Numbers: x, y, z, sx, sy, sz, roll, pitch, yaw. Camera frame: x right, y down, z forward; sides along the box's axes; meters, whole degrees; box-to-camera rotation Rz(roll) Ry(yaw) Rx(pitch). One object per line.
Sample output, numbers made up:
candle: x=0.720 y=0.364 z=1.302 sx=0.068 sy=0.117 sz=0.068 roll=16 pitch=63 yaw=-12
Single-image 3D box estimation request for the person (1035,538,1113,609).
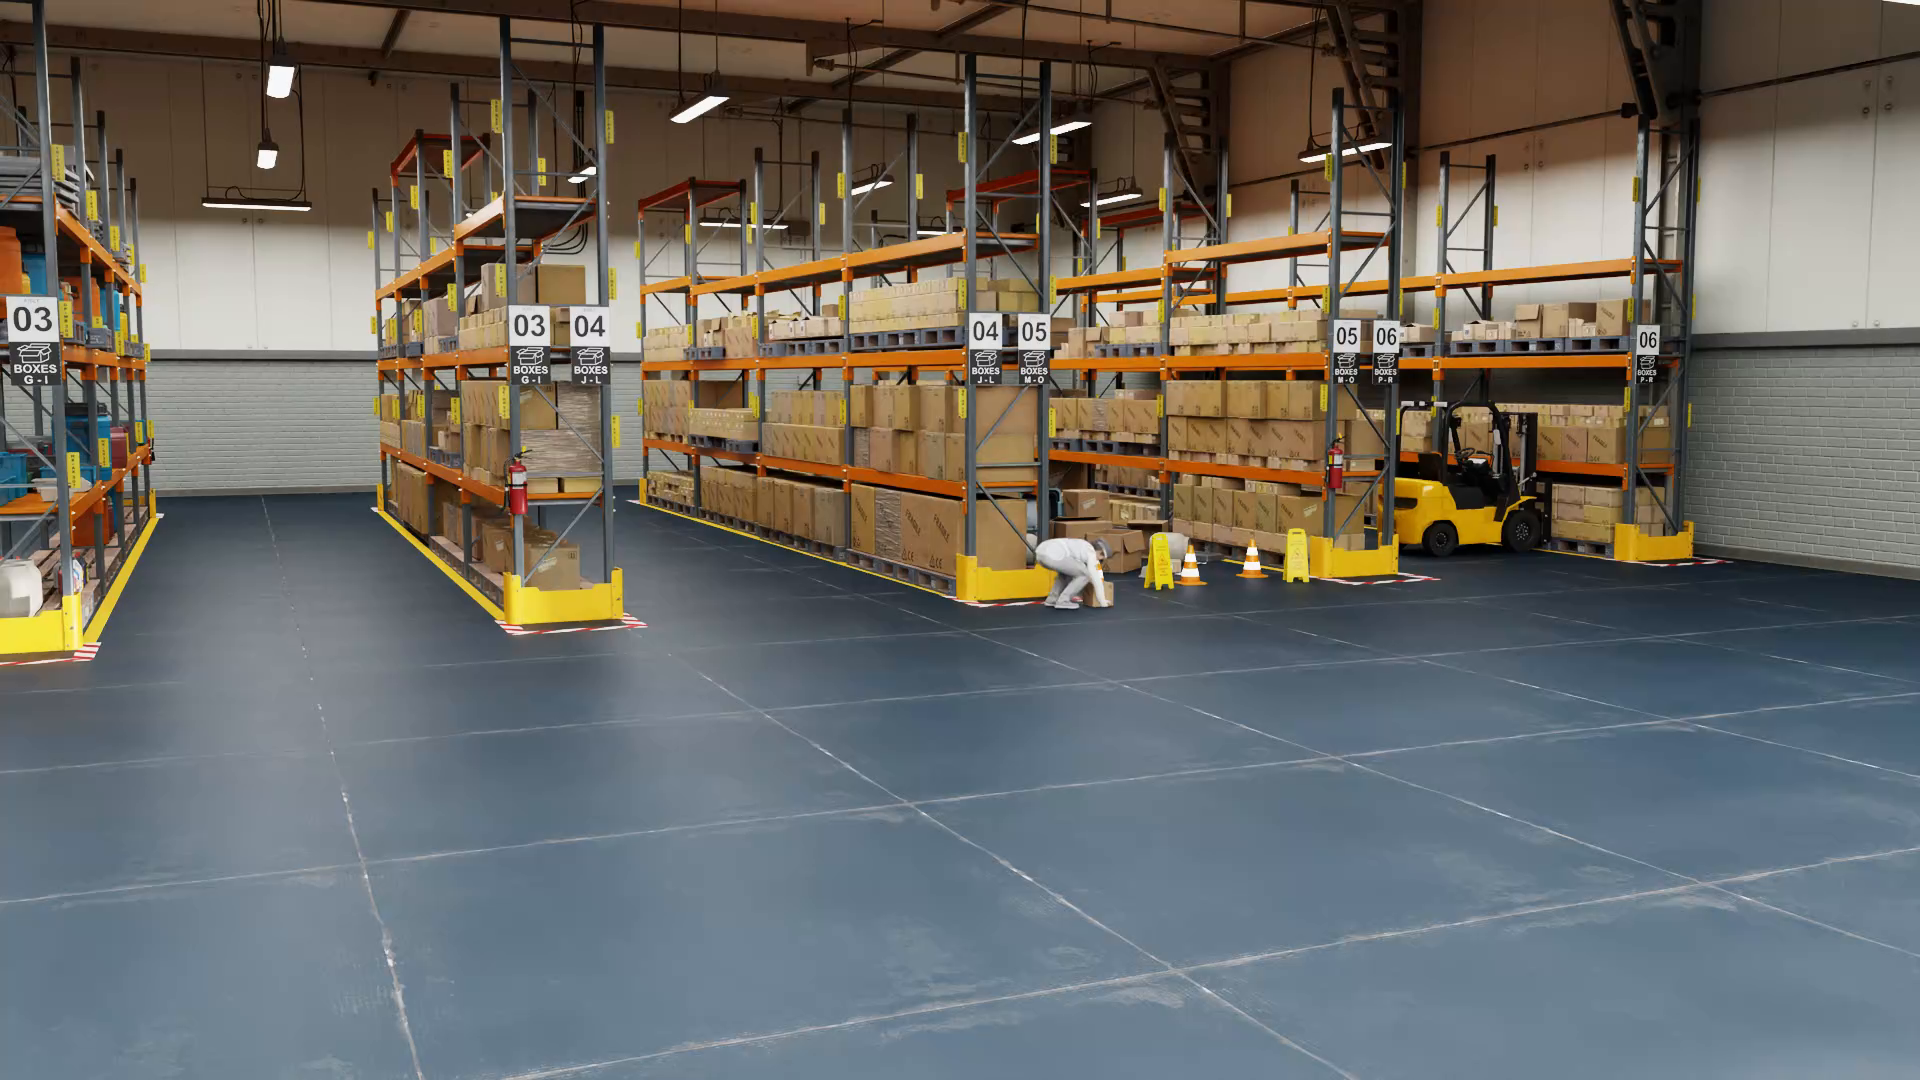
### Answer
person: x=1.252 y=0.359 z=18.085 sx=0.912 sy=0.773 sz=0.461 roll=-3 pitch=6 yaw=-25
